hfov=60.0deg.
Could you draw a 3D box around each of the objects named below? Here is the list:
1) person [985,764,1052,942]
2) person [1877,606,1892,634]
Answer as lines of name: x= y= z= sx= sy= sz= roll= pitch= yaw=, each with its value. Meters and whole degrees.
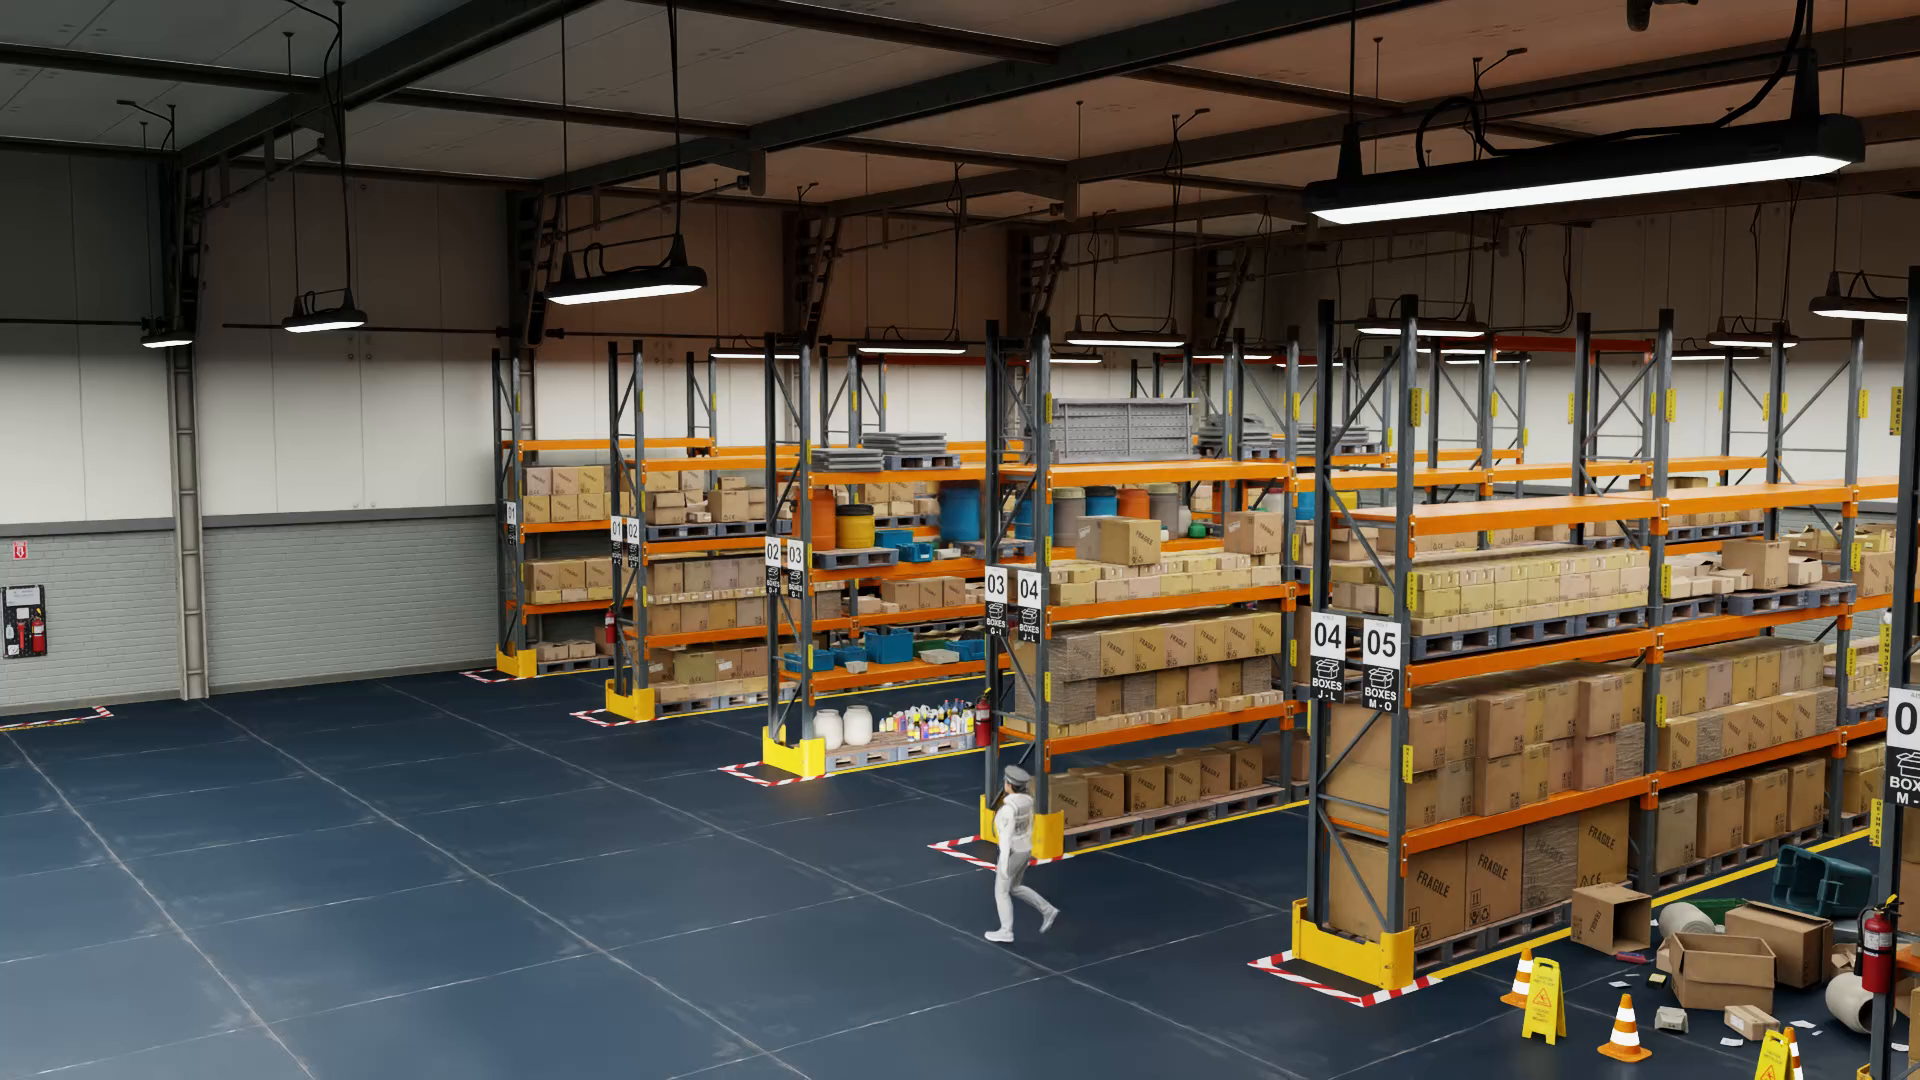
person: x=0.534 y=2.945 z=15.592 sx=0.617 sy=1.667 sz=0.477 roll=2 pitch=5 yaw=19
person: x=16.584 y=1.743 z=29.348 sx=0.776 sy=1.682 sz=0.695 roll=-3 pitch=6 yaw=-29
